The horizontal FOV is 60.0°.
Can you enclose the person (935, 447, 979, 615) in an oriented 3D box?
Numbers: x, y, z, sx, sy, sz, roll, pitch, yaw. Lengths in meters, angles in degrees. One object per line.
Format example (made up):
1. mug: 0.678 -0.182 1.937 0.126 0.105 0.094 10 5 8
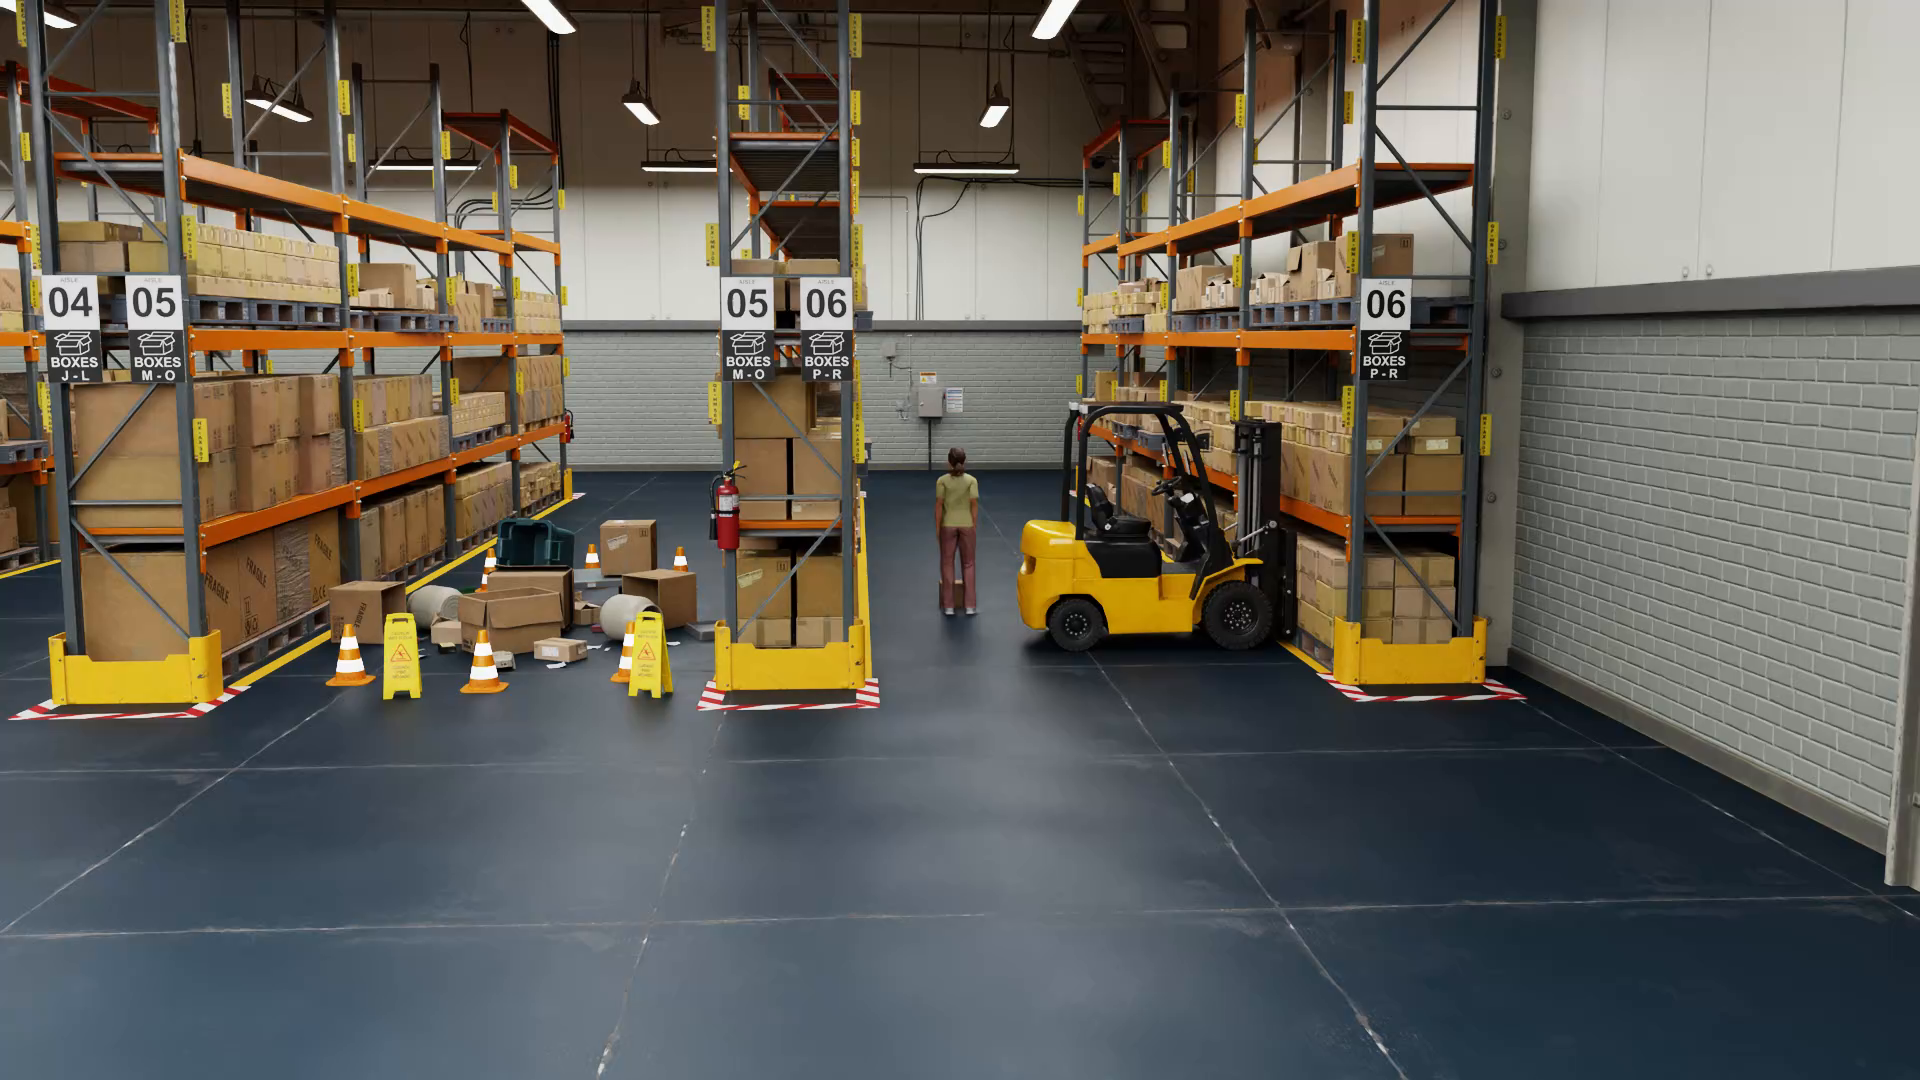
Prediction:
1. person: -0.035 -0.088 16.537 0.438 1.675 0.353 -1 7 -5
